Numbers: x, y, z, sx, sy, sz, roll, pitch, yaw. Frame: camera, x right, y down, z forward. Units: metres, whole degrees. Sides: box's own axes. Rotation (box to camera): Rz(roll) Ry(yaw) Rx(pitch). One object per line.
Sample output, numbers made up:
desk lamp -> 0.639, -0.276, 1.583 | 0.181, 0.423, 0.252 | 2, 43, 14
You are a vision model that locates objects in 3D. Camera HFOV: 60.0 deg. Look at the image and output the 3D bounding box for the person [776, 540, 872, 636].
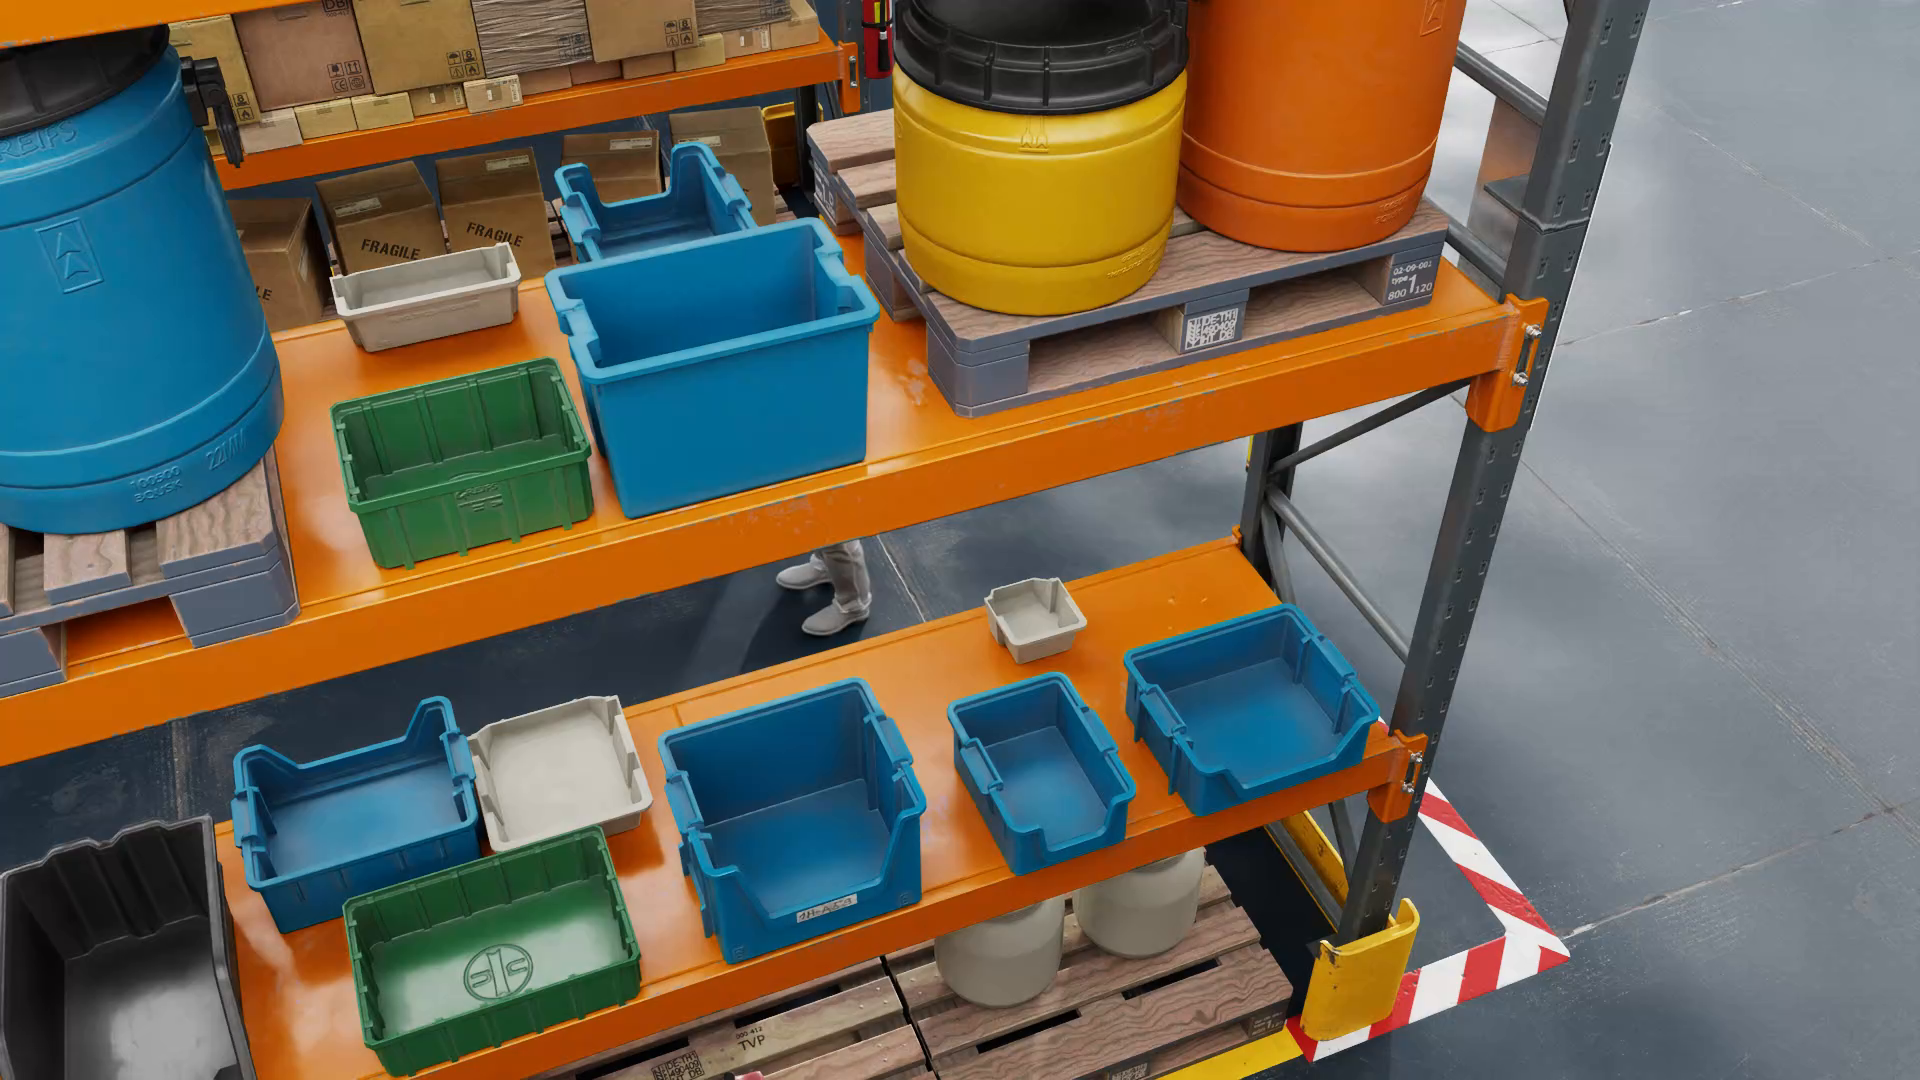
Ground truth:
person -> -0.579, -0.378, 6.568 | 0.509, 1.768, 0.562 | -16, 44, -17
